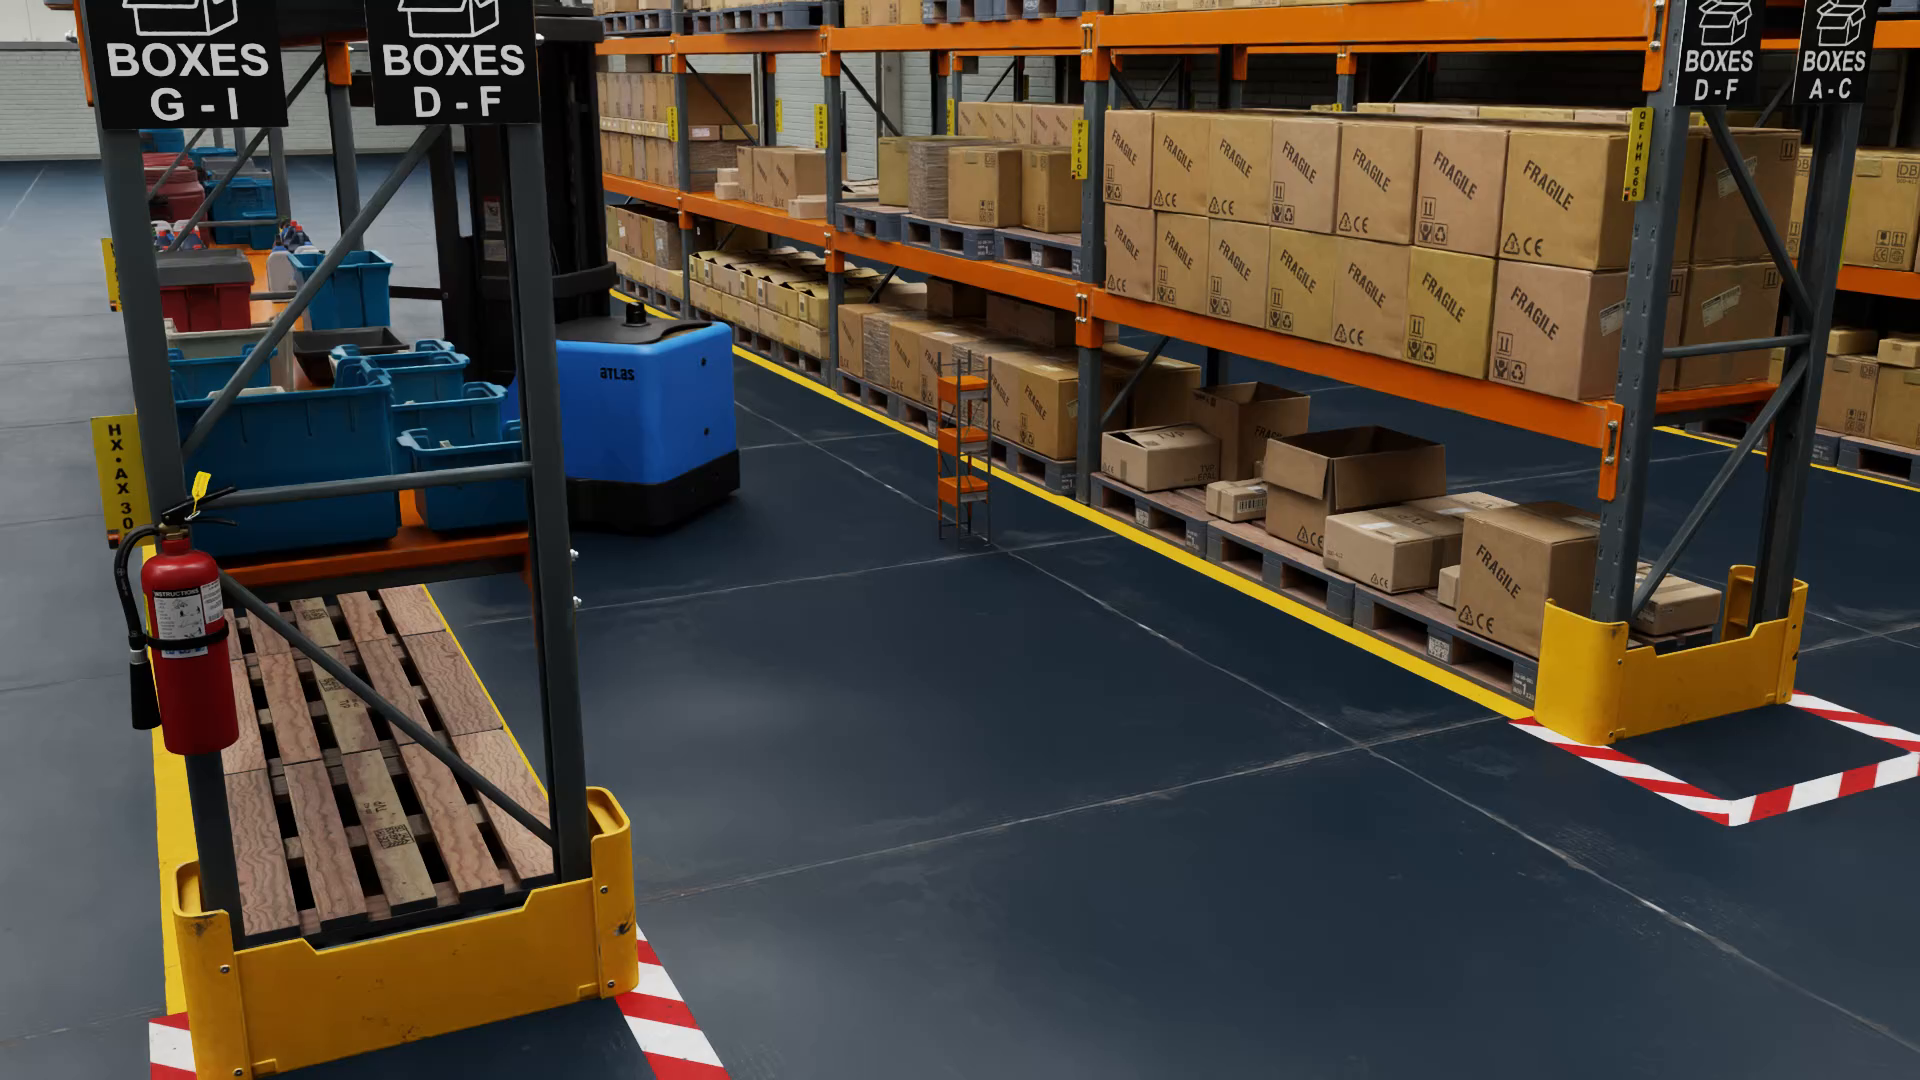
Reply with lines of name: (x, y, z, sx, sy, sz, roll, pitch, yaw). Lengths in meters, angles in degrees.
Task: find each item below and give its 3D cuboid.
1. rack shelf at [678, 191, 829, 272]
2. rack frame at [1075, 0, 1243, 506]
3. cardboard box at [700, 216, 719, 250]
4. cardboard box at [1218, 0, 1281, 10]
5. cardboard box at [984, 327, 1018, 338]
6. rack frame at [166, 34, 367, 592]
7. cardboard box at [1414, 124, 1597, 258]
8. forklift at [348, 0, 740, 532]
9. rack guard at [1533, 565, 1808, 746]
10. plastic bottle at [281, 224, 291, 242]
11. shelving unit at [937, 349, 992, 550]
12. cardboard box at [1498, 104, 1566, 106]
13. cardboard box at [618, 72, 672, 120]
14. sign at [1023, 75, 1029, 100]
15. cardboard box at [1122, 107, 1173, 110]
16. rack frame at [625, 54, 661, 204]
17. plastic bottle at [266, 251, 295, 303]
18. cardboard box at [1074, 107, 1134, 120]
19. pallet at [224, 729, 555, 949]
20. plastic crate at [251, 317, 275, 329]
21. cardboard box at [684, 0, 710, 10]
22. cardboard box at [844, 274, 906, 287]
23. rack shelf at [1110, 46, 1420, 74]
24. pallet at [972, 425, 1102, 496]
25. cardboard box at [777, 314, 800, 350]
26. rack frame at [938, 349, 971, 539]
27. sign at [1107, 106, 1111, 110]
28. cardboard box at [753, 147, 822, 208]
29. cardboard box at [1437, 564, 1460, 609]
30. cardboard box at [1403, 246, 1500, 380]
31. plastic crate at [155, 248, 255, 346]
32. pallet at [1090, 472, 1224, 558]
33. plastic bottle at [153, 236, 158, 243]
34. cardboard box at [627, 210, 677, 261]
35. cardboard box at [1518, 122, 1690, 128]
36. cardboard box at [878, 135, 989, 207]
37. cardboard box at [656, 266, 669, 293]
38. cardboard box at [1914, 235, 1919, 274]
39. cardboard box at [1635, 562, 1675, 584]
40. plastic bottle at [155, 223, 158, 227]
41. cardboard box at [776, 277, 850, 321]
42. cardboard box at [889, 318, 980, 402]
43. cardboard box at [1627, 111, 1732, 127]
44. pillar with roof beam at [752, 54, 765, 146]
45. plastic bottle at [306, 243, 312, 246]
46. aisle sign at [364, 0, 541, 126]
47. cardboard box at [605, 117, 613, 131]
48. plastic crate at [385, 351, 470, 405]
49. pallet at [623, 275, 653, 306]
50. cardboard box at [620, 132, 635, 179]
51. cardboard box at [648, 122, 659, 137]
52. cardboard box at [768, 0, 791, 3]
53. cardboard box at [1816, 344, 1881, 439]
rack shelf: (-1.453, -2.863, 15.093, 1.077, 0.370, 4.000, -8, 18, -25)
rack frame: (1.175, -1.721, 9.809, 1.000, 3.000, 0.127, -8, 18, -25)
cardboard box: (-2.477, -3.221, 17.901, 0.500, 0.500, 0.500, -8, 18, -25)
cardboard box: (1.599, -2.691, 8.025, 0.500, 0.250, 0.500, -8, 18, -25)
cardboard box: (0.505, -1.261, 11.942, 0.500, 0.500, 0.500, -8, 18, -27)
rack frame: (-3.279, -1.123, 7.727, 1.000, 3.000, 0.127, -8, 18, -25)
cardboard box: (2.263, -1.460, 6.906, 0.500, 0.500, 0.500, -7, 17, -23)
forklift: (-2.910, -1.683, 9.801, 3.031, 2.935, 1.130, 6, 17, 19)
rack guard: (2.894, 0.454, 6.763, 1.175, 0.500, 0.348, -8, 18, -25)
plastic bottle: (-4.250, -1.868, 10.556, 0.097, 0.271, 0.097, 0, 16, 0)
shelving unit: (0.023, -0.491, 9.060, 0.215, 1.050, 0.252, -8, 18, -25)
cardboard box: (4.751, -3.536, 14.017, 0.500, 0.250, 0.500, -8, 18, -26)
cardboard box: (-3.409, -4.983, 18.643, 0.700, 0.500, 0.500, -8, 18, -25)
sign: (0.877, -6.066, 22.280, 0.100, 0.325, 0.005, -8, 18, -25)
cardboard box: (2.104, -4.744, 19.219, 0.500, 0.500, 0.500, -8, 18, -26)
rack frame: (-4.082, -4.696, 20.178, 1.000, 3.000, 0.127, -8, 18, -25)
plastic bottle: (-3.682, -1.436, 9.040, 0.152, 0.276, 0.135, -8, 18, -25)
cardboard box: (1.637, -4.682, 19.004, 0.500, 0.500, 0.500, -8, 18, -25)
pallet: (-1.853, 1.000, 5.384, 1.003, 0.211, 1.213, -8, 18, -25)
plastic crate: (-3.204, -0.893, 7.292, 0.396, 0.136, 0.243, -8, 18, -25)
cardboard box: (-2.550, -5.663, 17.256, 0.500, 0.311, 0.500, -9, 18, -28)
cardboard box: (-0.780, -2.157, 14.536, 0.500, 0.311, 0.500, -8, 18, -26)
rack shelf: (2.998, -4.904, 16.768, 1.077, 0.370, 4.000, -8, 18, -25)
pallet: (0.785, -0.578, 10.881, 1.003, 0.211, 1.213, -8, 18, -25)
cardboard box: (-1.256, -1.821, 14.383, 0.500, 0.250, 0.500, -8, 18, -26)
rack frame: (-0.030, -0.522, 9.165, 0.200, 1.050, 0.008, -8, 18, -25)
sign: (1.637, -4.653, 18.456, 0.100, 0.325, 0.005, -8, 18, -25)
cardboard box: (-1.558, -3.305, 15.149, 0.500, 0.500, 0.500, -8, 18, -25)
cardboard box: (2.371, 0.205, 7.437, 0.380, 0.166, 0.250, -8, 18, -25)
cardboard box: (2.256, -0.983, 7.058, 0.500, 0.500, 0.500, -7, 18, -24)
plastic crate: (-3.114, -0.931, 6.832, 0.402, 0.464, 0.583, -8, 18, -25)
pallet: (1.475, -0.210, 9.600, 1.003, 0.211, 1.213, -8, 18, -25)
plastic bottle: (-4.667, -1.621, 9.671, 0.061, 0.283, 0.133, -8, 18, -25)
cardboard box: (-3.392, -3.405, 18.542, 0.500, 0.500, 0.500, -8, 18, -25)
cardboard box: (2.734, -1.528, 7.144, 0.500, 0.500, 0.500, -7, 18, -24)
cardboard box: (-0.200, -2.820, 12.697, 0.500, 0.500, 0.700, 15, 22, 42)
cardboard box: (-2.939, -2.798, 17.788, 0.500, 0.250, 0.500, -8, 18, -25)
cardboard box: (6.492, -1.967, 10.124, 0.980, 0.700, 0.700, -9, 18, -28)
cardboard box: (2.943, 0.214, 7.406, 0.380, 0.166, 0.250, -8, 18, -25)
plastic bottle: (-5.106, -1.875, 10.579, 0.097, 0.271, 0.097, 0, 16, 0)
cardboard box: (-1.262, -2.091, 14.305, 0.500, 0.311, 0.500, -8, 18, -26)
cardboard box: (-0.185, -1.321, 12.150, 0.500, 0.500, 0.500, -8, 18, -26)
cardboard box: (5.192, -2.966, 12.033, 0.500, 0.250, 0.500, -7, 18, -24)
pillar with roof beam: (-7.673, -10.566, 29.755, 9.100, 9.000, 0.400, -8, 18, -25)
plastic bottle: (-3.673, -1.541, 9.417, 0.097, 0.271, 0.097, 0, 16, 0)
aisle sign: (-1.228, -1.399, 3.975, 0.394, 0.787, 0.004, -8, 18, -25)
cardboard box: (-3.878, -4.806, 19.202, 0.380, 0.149, 0.250, -8, 18, -25)
plastic crate: (-1.916, -0.507, 5.775, 0.416, 0.233, 0.300, -8, 18, -25)
pallet: (-3.179, -2.869, 18.867, 1.003, 0.211, 1.213, -8, 18, -25)
cardboard box: (-3.442, -4.374, 18.872, 0.700, 0.500, 0.500, -8, 18, -25)
cardboard box: (-3.085, -4.358, 17.643, 0.380, 0.149, 0.250, -8, 18, -25)
cardboard box: (-1.313, -4.661, 14.127, 0.500, 0.250, 0.500, -8, 18, -26)
cardboard box: (6.079, -0.998, 11.061, 0.700, 0.500, 0.500, -8, 18, -25)
